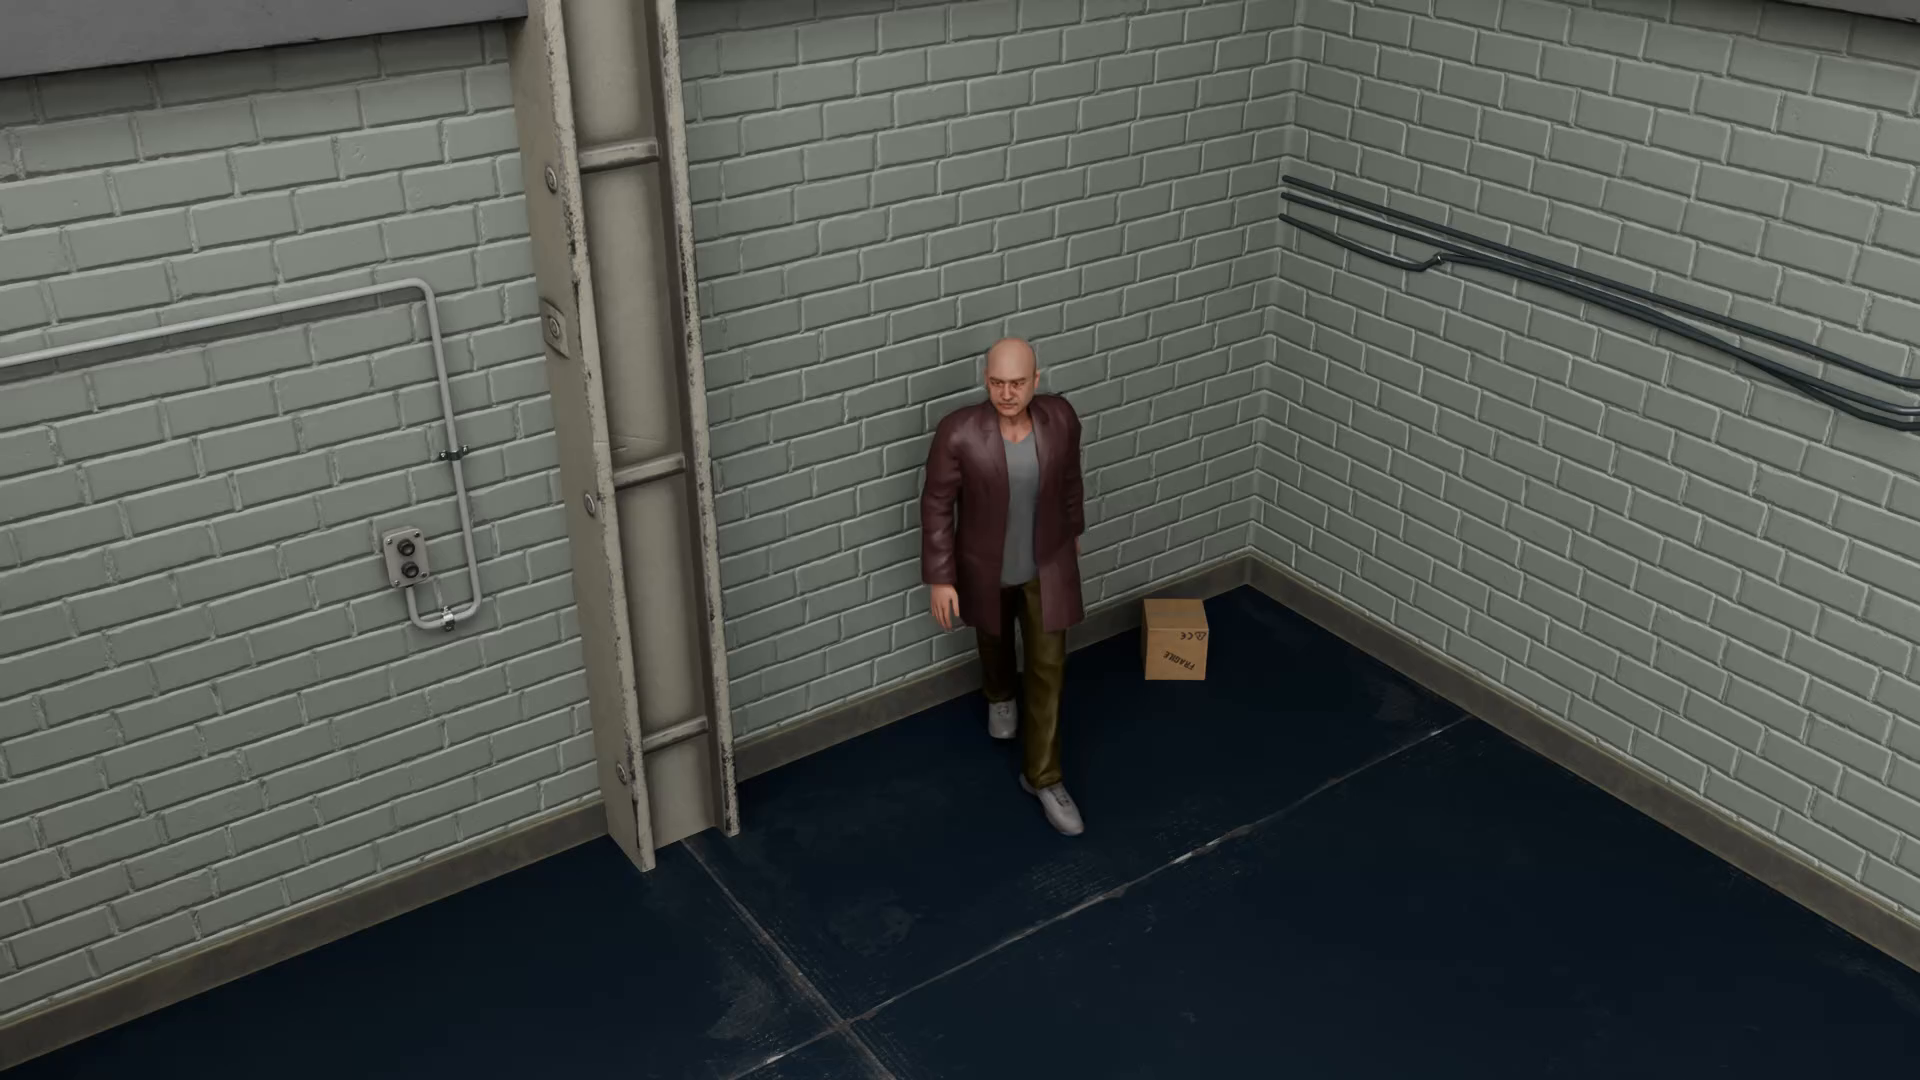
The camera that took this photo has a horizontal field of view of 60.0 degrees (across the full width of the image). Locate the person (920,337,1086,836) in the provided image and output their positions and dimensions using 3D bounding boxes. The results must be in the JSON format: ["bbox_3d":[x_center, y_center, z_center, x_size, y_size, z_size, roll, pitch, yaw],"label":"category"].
[{"bbox_3d":[0.165,0.088,5.968,0.617,1.773,0.920,-2,28,-3],"label":"person"}]
